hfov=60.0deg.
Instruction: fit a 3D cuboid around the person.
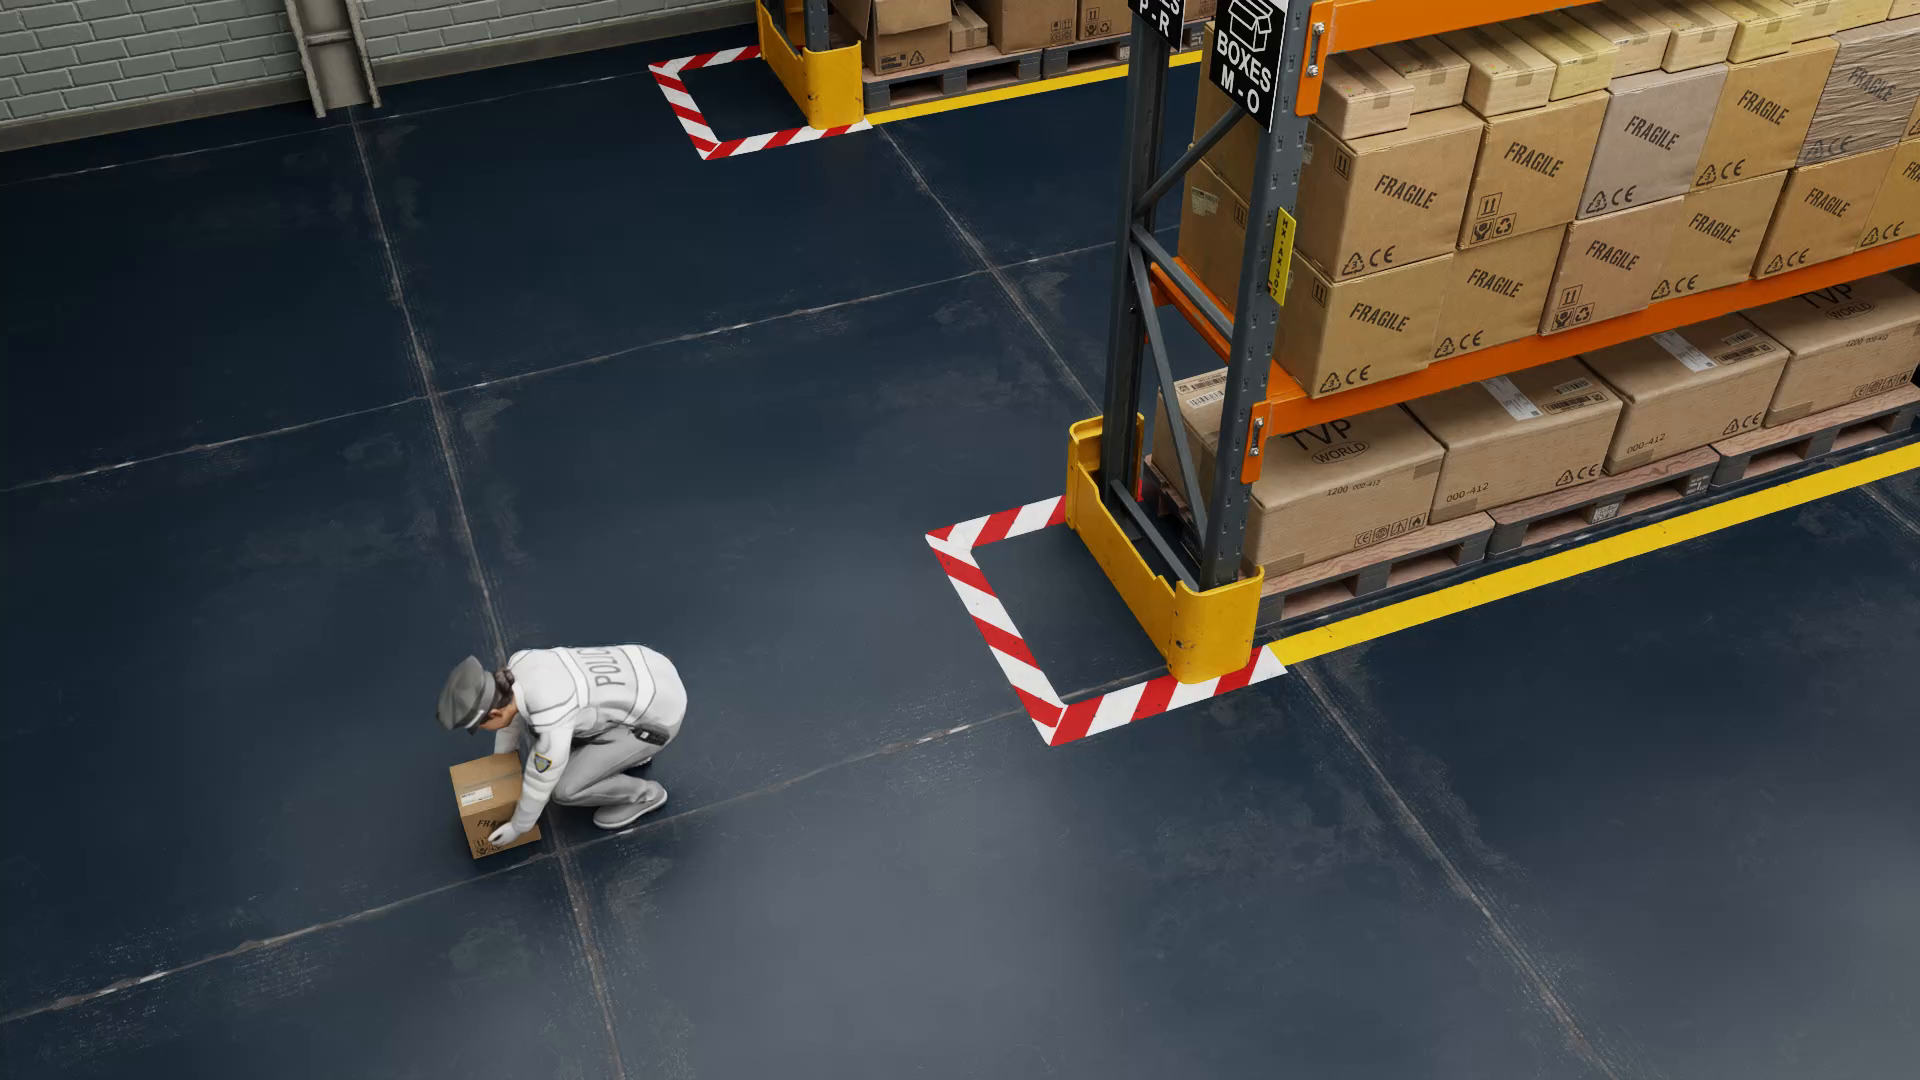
[{"bbox_3d":[-1.414,0.670,6.012,0.856,0.876,0.483,-15,44,-16],"label":"person"}]
